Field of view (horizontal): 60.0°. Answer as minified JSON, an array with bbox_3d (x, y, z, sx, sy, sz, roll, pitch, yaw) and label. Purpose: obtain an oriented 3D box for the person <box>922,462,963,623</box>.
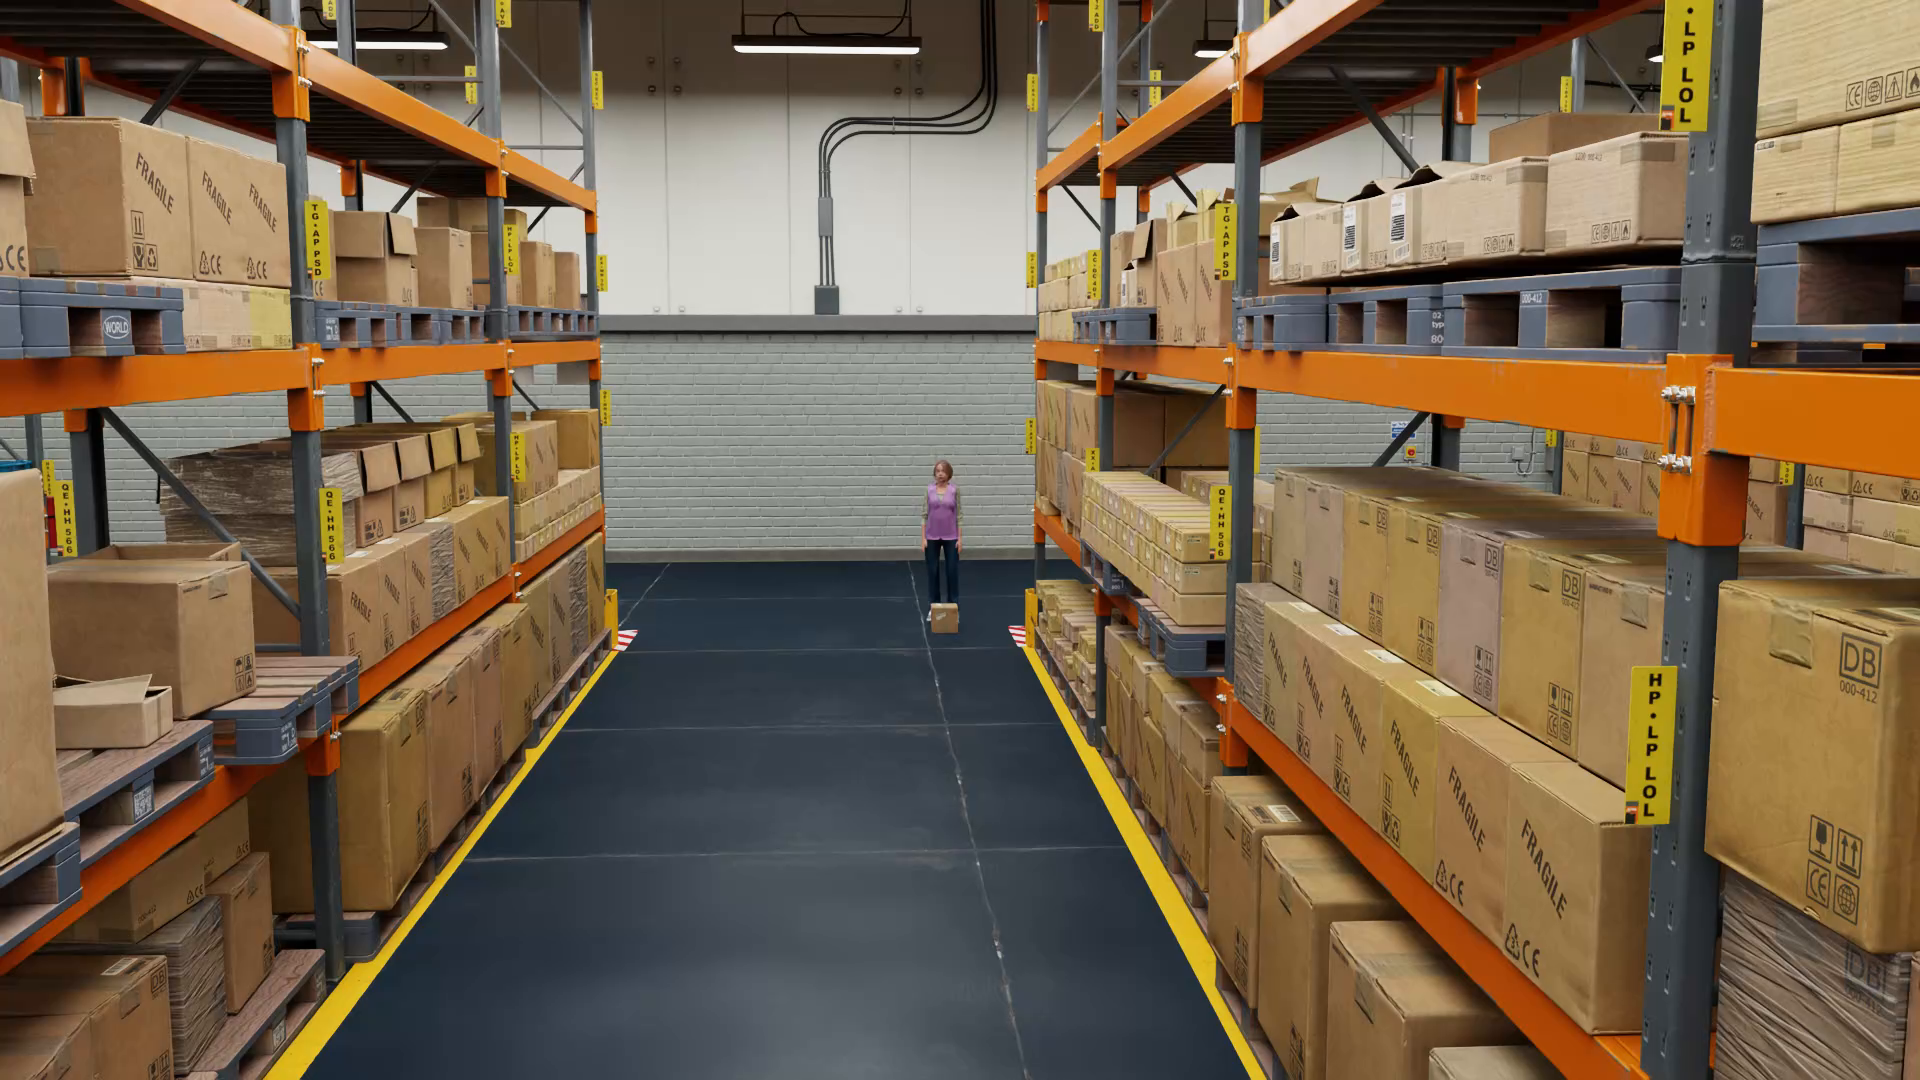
[{"bbox_3d":[-0.171,0.027,16.526,0.407,1.603,0.303,0,7,-3],"label":"person"}]
